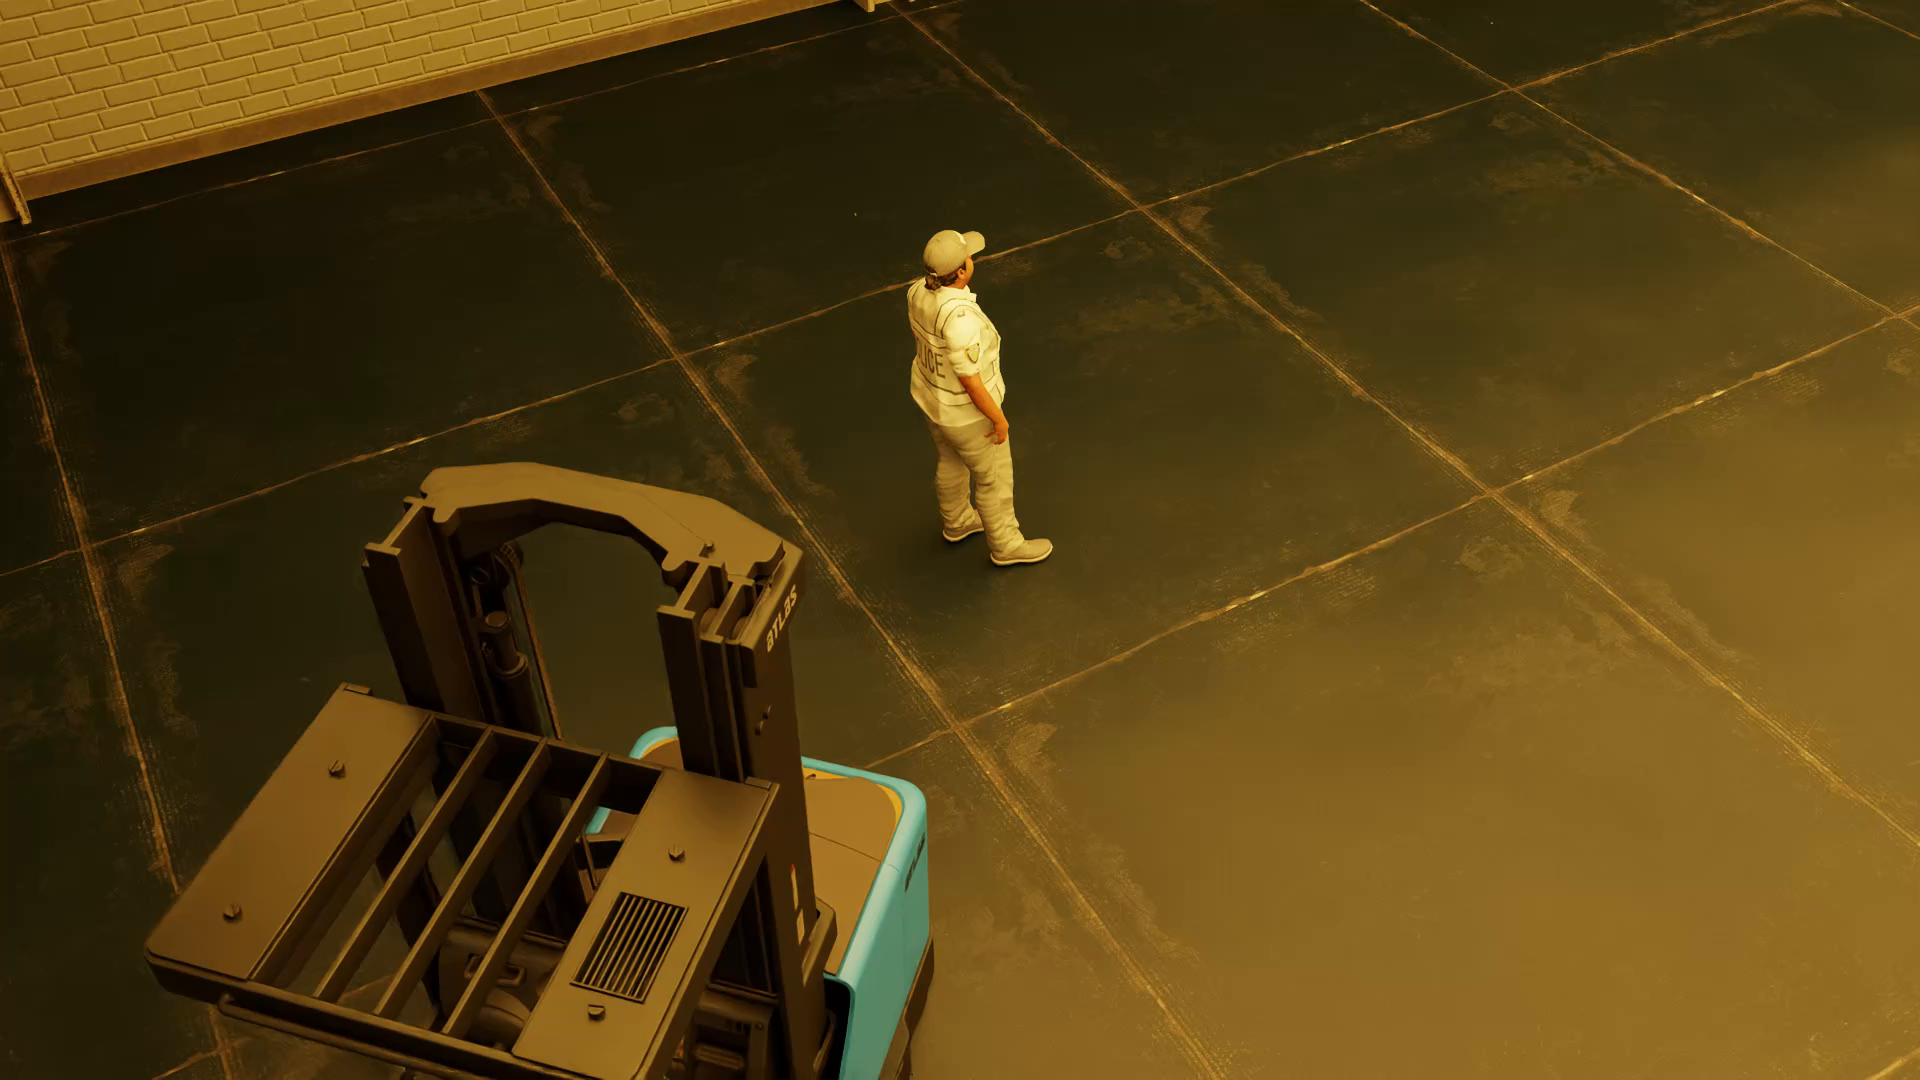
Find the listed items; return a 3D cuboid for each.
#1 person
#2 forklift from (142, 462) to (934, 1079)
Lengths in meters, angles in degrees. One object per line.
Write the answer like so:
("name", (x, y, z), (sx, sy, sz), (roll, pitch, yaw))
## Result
("person", (0.078, -0.629, 7.295), (0.529, 1.670, 0.598), (-21, 47, -21))
("forklift", (-0.995, 1.381, 4.209), (1.130, 2.935, 3.031), (11, 44, 12))
